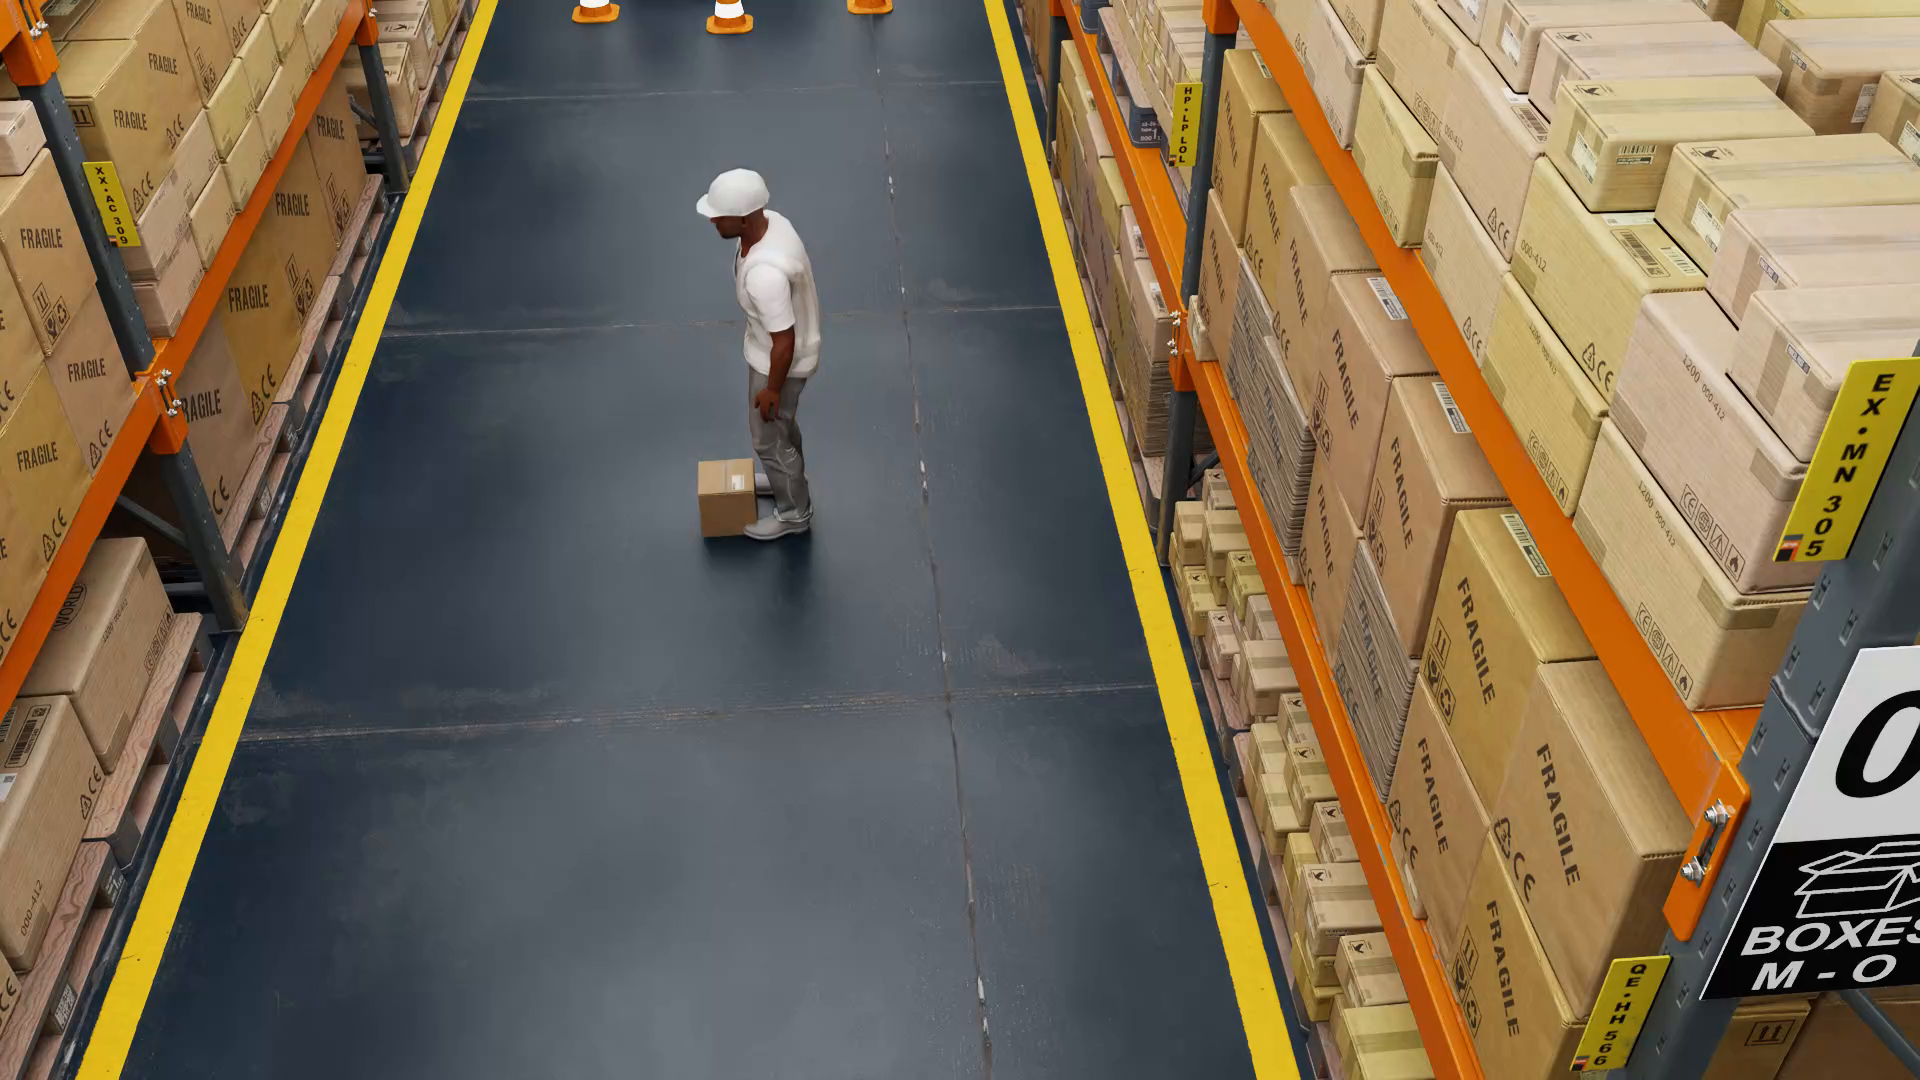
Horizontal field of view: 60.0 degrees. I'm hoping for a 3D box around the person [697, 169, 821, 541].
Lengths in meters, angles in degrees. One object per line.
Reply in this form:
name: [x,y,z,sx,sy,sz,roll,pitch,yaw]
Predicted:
person: [-0.824,-0.792,7.123,0.461,1.759,0.630,-5,39,-7]
